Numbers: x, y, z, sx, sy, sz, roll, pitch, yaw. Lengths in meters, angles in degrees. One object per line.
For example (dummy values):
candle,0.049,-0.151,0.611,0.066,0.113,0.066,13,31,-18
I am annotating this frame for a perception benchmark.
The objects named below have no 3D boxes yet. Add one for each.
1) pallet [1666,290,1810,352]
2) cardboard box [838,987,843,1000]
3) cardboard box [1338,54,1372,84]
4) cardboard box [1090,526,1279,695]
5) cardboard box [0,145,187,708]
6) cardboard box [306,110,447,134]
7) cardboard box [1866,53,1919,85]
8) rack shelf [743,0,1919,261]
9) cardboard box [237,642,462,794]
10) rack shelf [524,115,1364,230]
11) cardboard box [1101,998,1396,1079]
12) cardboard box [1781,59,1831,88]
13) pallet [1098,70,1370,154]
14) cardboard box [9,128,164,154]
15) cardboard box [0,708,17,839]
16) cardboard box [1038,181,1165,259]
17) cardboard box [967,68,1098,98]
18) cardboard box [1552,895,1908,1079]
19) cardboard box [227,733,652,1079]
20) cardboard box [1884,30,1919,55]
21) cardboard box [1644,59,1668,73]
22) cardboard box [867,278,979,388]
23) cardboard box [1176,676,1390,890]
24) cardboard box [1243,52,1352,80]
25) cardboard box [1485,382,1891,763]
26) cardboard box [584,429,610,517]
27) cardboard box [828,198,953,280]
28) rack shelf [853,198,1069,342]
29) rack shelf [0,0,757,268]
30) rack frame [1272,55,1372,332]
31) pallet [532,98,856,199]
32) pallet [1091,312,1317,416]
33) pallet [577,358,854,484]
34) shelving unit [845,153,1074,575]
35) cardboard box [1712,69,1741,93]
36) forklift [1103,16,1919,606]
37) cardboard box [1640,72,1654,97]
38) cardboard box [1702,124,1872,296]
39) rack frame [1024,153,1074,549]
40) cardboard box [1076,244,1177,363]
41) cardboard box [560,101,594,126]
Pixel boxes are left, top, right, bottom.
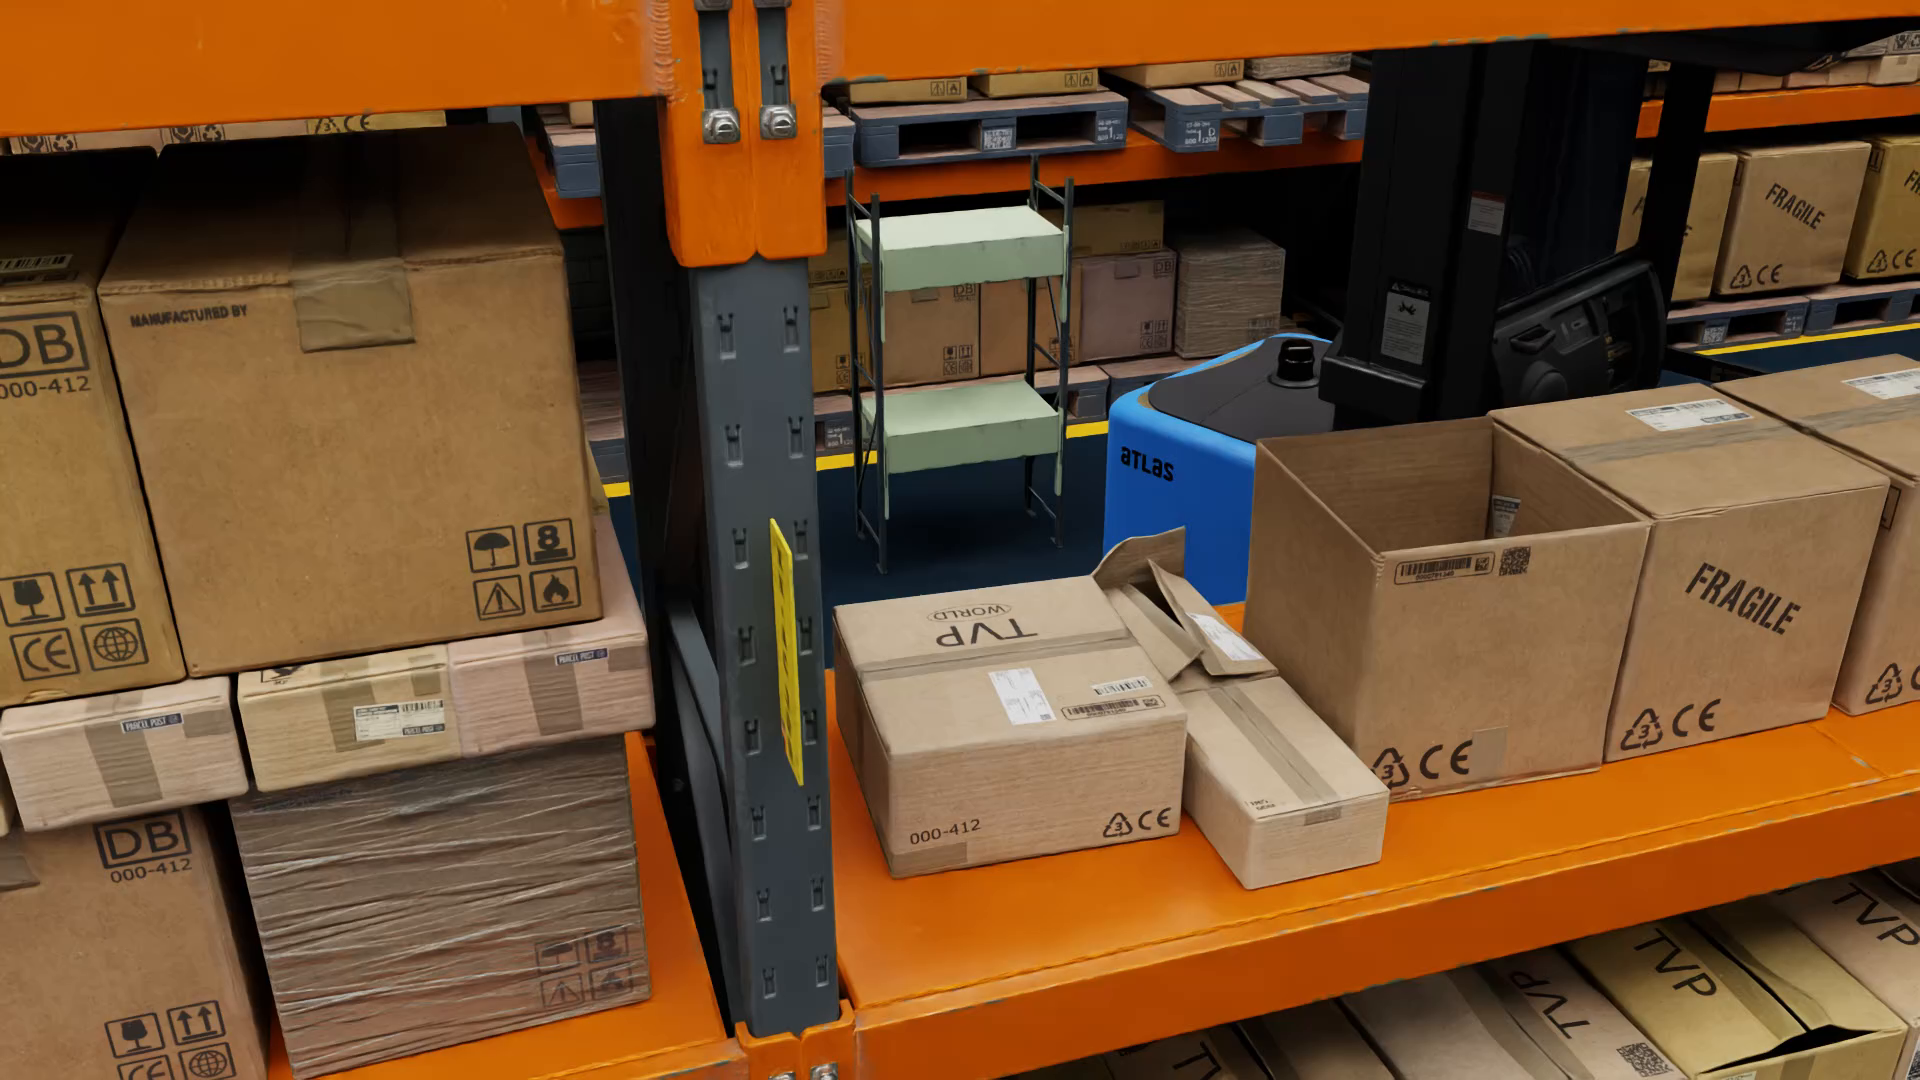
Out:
pallet,3.812,-1.310,9.152,1.213,0.211,1.003,-8,28,-16
cardboard box,-0.089,0.944,3.464,0.500,0.311,0.500,-8,28,-16
cardboard box,2.111,-2.366,8.402,0.250,0.149,0.380,-8,27,-15
cardboard box,0.394,0.190,3.145,0.258,0.266,0.396,-9,28,-17
cardboard box,-1.285,-0.163,2.134,0.500,0.500,0.700,-8,28,-16
cardboard box,-2.276,-1.847,6.400,0.500,0.500,0.500,-8,28,-16
cardboard box,4.725,-2.474,8.621,0.250,0.149,0.380,-8,28,-16
rack shelf,1.517,-0.968,2.762,4.000,0.370,1.077,-8,28,-16
cardboard box,-0.813,0.155,2.223,0.250,0.149,0.380,-9,28,-17
rack shelf,-0.021,-1.718,7.647,4.000,0.370,1.077,-8,28,-16
cardboard box,0.563,1.103,3.145,0.500,0.311,0.500,-9,28,-17
cardboard box,4.229,-2.441,8.553,0.250,0.149,0.380,-9,28,-18
pallet,1.236,-2.087,7.796,1.003,0.211,1.213,-8,28,-16
cardboard box,-3.231,-1.711,6.126,0.500,0.500,0.500,-9,28,-18
cardboard box,-1.311,0.228,2.075,0.250,0.149,0.380,-8,28,-16
cardboard box,0.651,-1.556,7.984,0.500,0.250,0.500,-8,27,-15
cardboard box,0.259,-2.308,7.418,0.500,0.500,0.700,-8,28,-16
cardboard box,1.547,0.957,3.438,0.500,0.311,0.500,-7,27,-15
cardboard box,-0.805,0.348,2.564,0.500,0.500,0.700,-9,28,-17
cardboard box,4.841,-2.809,8.566,0.500,0.500,0.500,-8,28,-16
cardboard box,3.395,-2.598,8.140,0.500,0.500,0.500,-8,28,-16
cardboard box,-0.254,-1.097,7.902,0.500,0.500,0.700,-8,27,-16
cardboard box,0.521,0.406,2.842,0.250,0.149,0.380,-8,28,-16
cardboard box,1.437,-2.489,7.783,0.500,0.500,0.700,-12,29,-22
cardboard box,1.328,0.044,3.177,0.500,0.500,0.500,-8,28,-16
cardboard box,-0.700,-0.052,2.639,0.250,0.149,0.380,-8,28,-16
cardboard box,-0.317,-1.422,7.715,0.500,0.250,0.500,-9,28,-18
rack shelf,-0.006,-1.020,6.241,0.720,0.370,0.431,-8,28,-16
rack shelf,-2.287,-0.417,1.653,4.000,0.370,1.077,-8,28,-16
rack frame,1.881,-2.316,8.042,0.127,3.000,1.000,-8,28,-16
pallet,-1.151,-1.723,7.063,1.213,0.211,1.003,-8,28,-16
pallet,1.137,-0.960,8.446,1.213,0.211,1.003,-8,28,-16
pallet,-1.183,-0.624,7.770,1.213,0.211,1.003,-8,28,-16
shelving unit,-0.006,-0.671,6.415,0.755,1.500,0.431,-8,28,-16
cardboard box,3.721,-2.376,8.422,0.250,0.149,0.380,-8,28,-16
forklift,1.845,-0.477,4.415,1.130,2.935,3.031,-24,35,-39
cardboard box,3.232,-2.318,8.306,0.250,0.149,0.380,-8,27,-15
cardboard box,4.262,-1.824,8.996,0.750,0.750,0.750,-7,27,-15
rack frame,0.342,-0.721,6.516,0.023,1.500,0.400,-8,28,-16
cardboard box,0.687,-1.251,8.212,0.500,0.500,0.700,-8,28,-16
cardboard box,-1.428,-2.063,6.925,0.500,0.500,0.700,-8,28,-16
